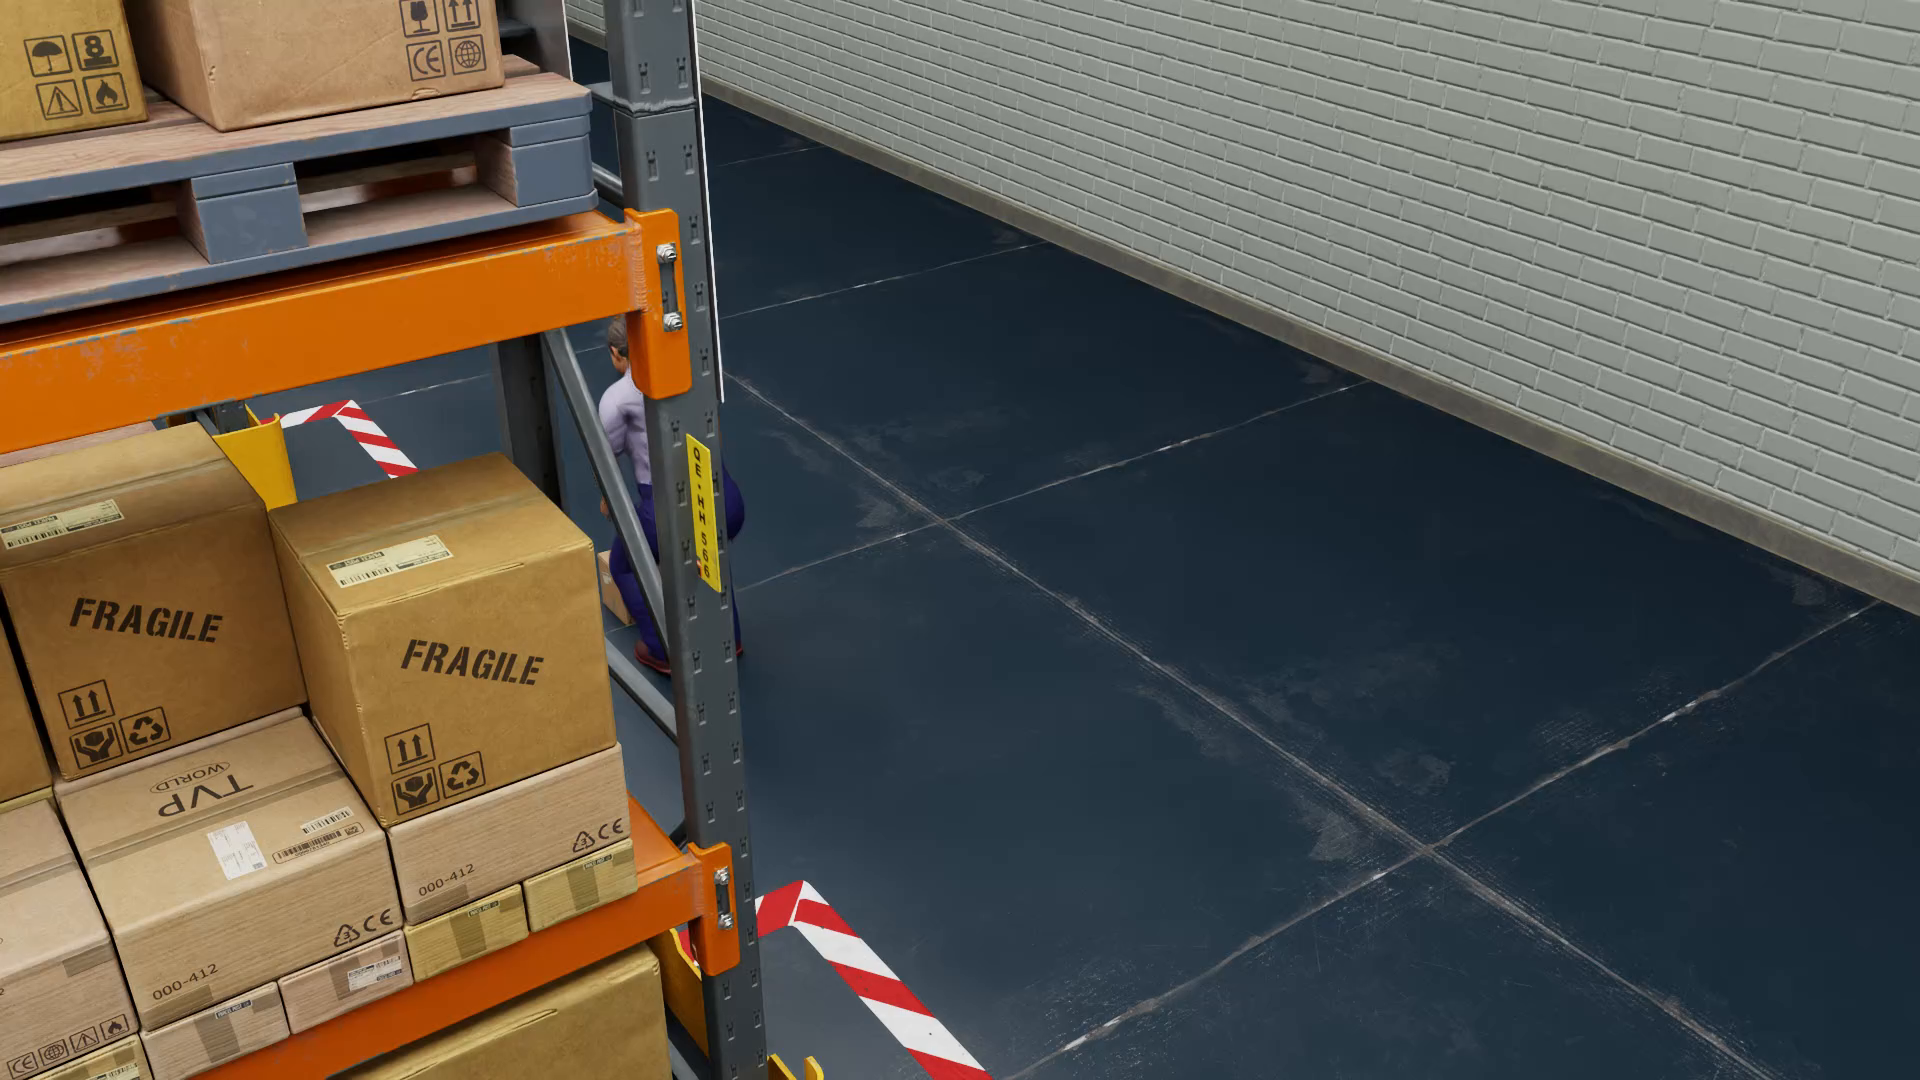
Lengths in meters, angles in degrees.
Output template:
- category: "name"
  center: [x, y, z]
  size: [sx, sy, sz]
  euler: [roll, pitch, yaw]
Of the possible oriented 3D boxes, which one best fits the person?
- category: "person"
  center: [-1.168, -0.145, 6.628]
  size: [0.530, 1.446, 0.595]
  euler: [-19, 34, -30]
